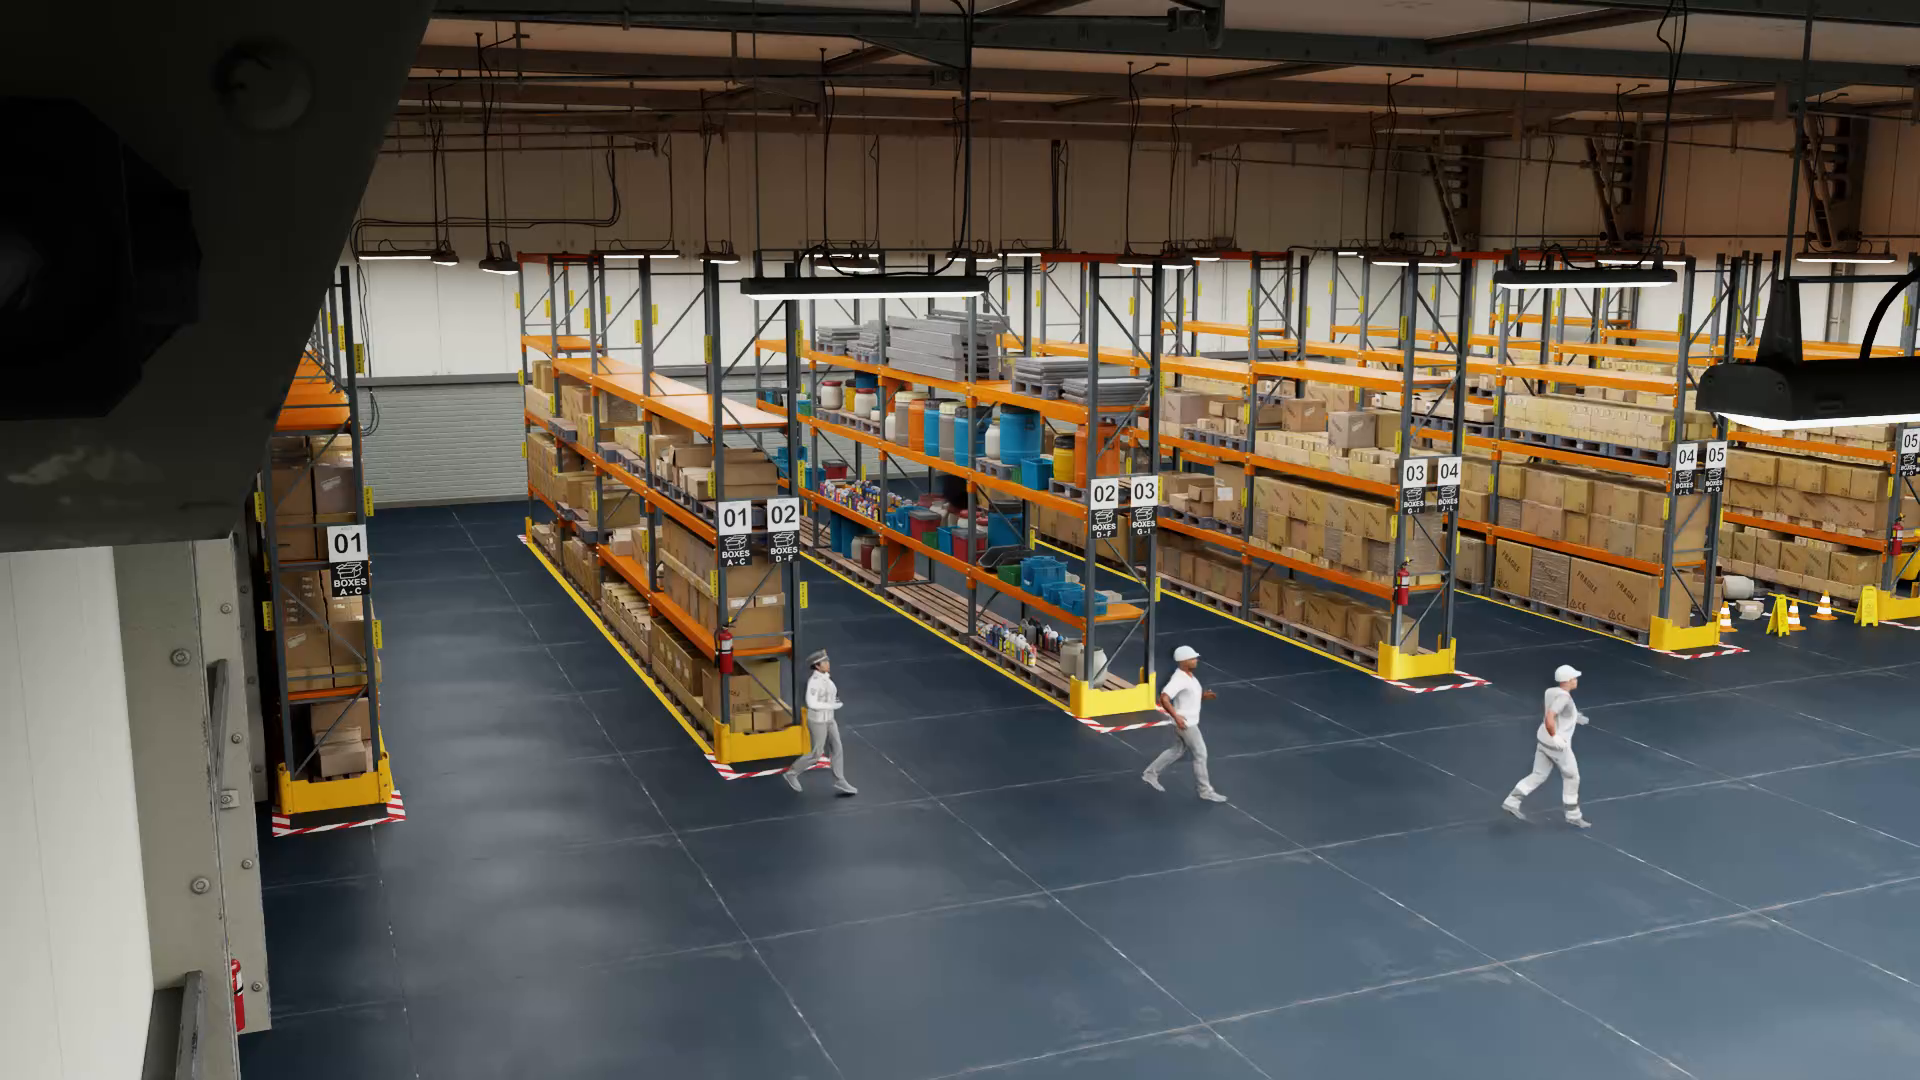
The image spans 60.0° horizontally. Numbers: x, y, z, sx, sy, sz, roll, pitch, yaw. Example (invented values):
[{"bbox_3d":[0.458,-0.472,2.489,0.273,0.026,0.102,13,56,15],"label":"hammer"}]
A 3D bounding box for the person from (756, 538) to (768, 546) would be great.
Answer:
[{"bbox_3d":[-3.430,-0.006,29.115,0.607,1.583,0.482,-7,13,-35],"label":"person"}]

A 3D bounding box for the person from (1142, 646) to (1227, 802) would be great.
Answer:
[{"bbox_3d":[2.541,2.054,18.732,0.966,1.760,0.705,1,10,7],"label":"person"}]

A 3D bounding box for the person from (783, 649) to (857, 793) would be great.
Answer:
[{"bbox_3d":[-1.585,2.070,18.949,0.813,1.711,0.643,1,10,4],"label":"person"}]

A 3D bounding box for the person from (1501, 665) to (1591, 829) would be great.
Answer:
[{"bbox_3d":[6.360,2.226,17.899,0.967,1.805,0.597,-1,10,-6],"label":"person"}]
